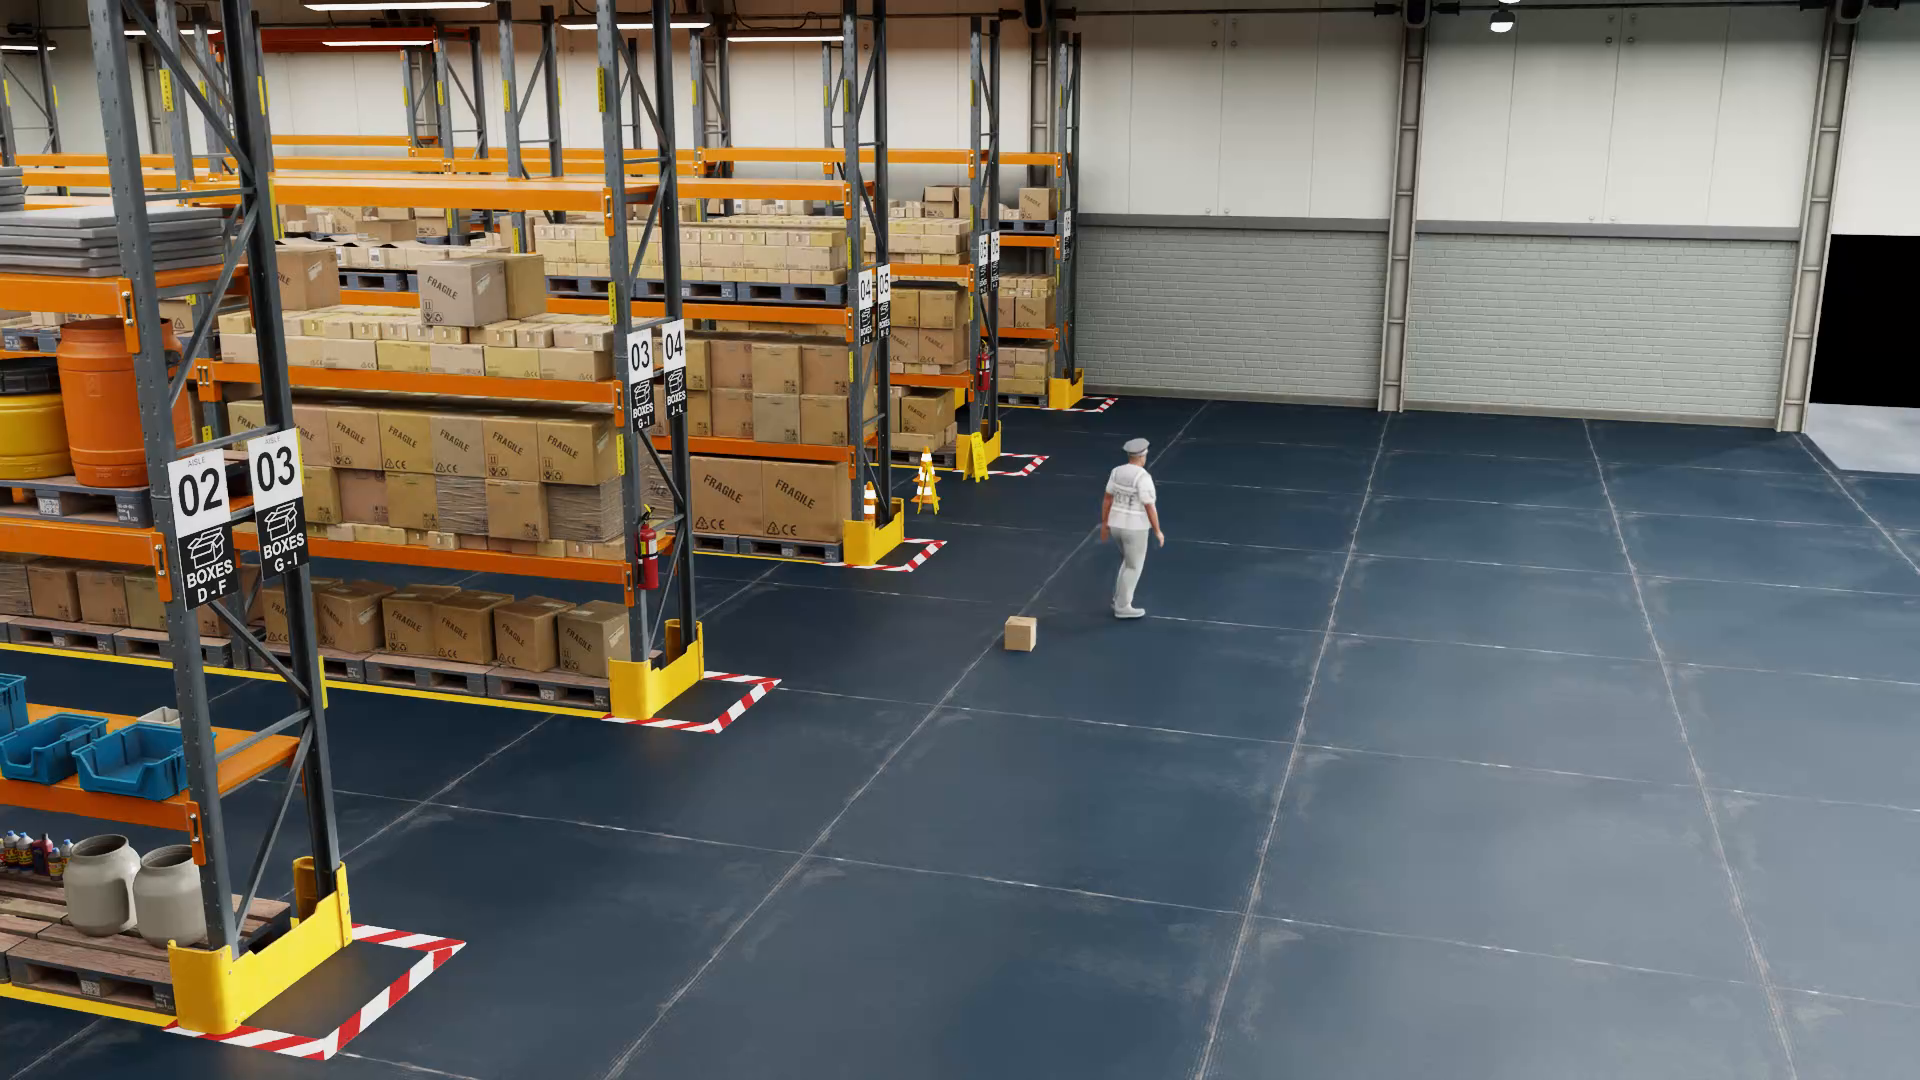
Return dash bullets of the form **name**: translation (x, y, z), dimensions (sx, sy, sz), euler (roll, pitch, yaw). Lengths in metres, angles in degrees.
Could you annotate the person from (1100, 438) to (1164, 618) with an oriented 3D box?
- **person**: translation (1.685, -0.089, 16.367), dimensions (0.498, 1.831, 0.593), euler (-10, 18, -34)
